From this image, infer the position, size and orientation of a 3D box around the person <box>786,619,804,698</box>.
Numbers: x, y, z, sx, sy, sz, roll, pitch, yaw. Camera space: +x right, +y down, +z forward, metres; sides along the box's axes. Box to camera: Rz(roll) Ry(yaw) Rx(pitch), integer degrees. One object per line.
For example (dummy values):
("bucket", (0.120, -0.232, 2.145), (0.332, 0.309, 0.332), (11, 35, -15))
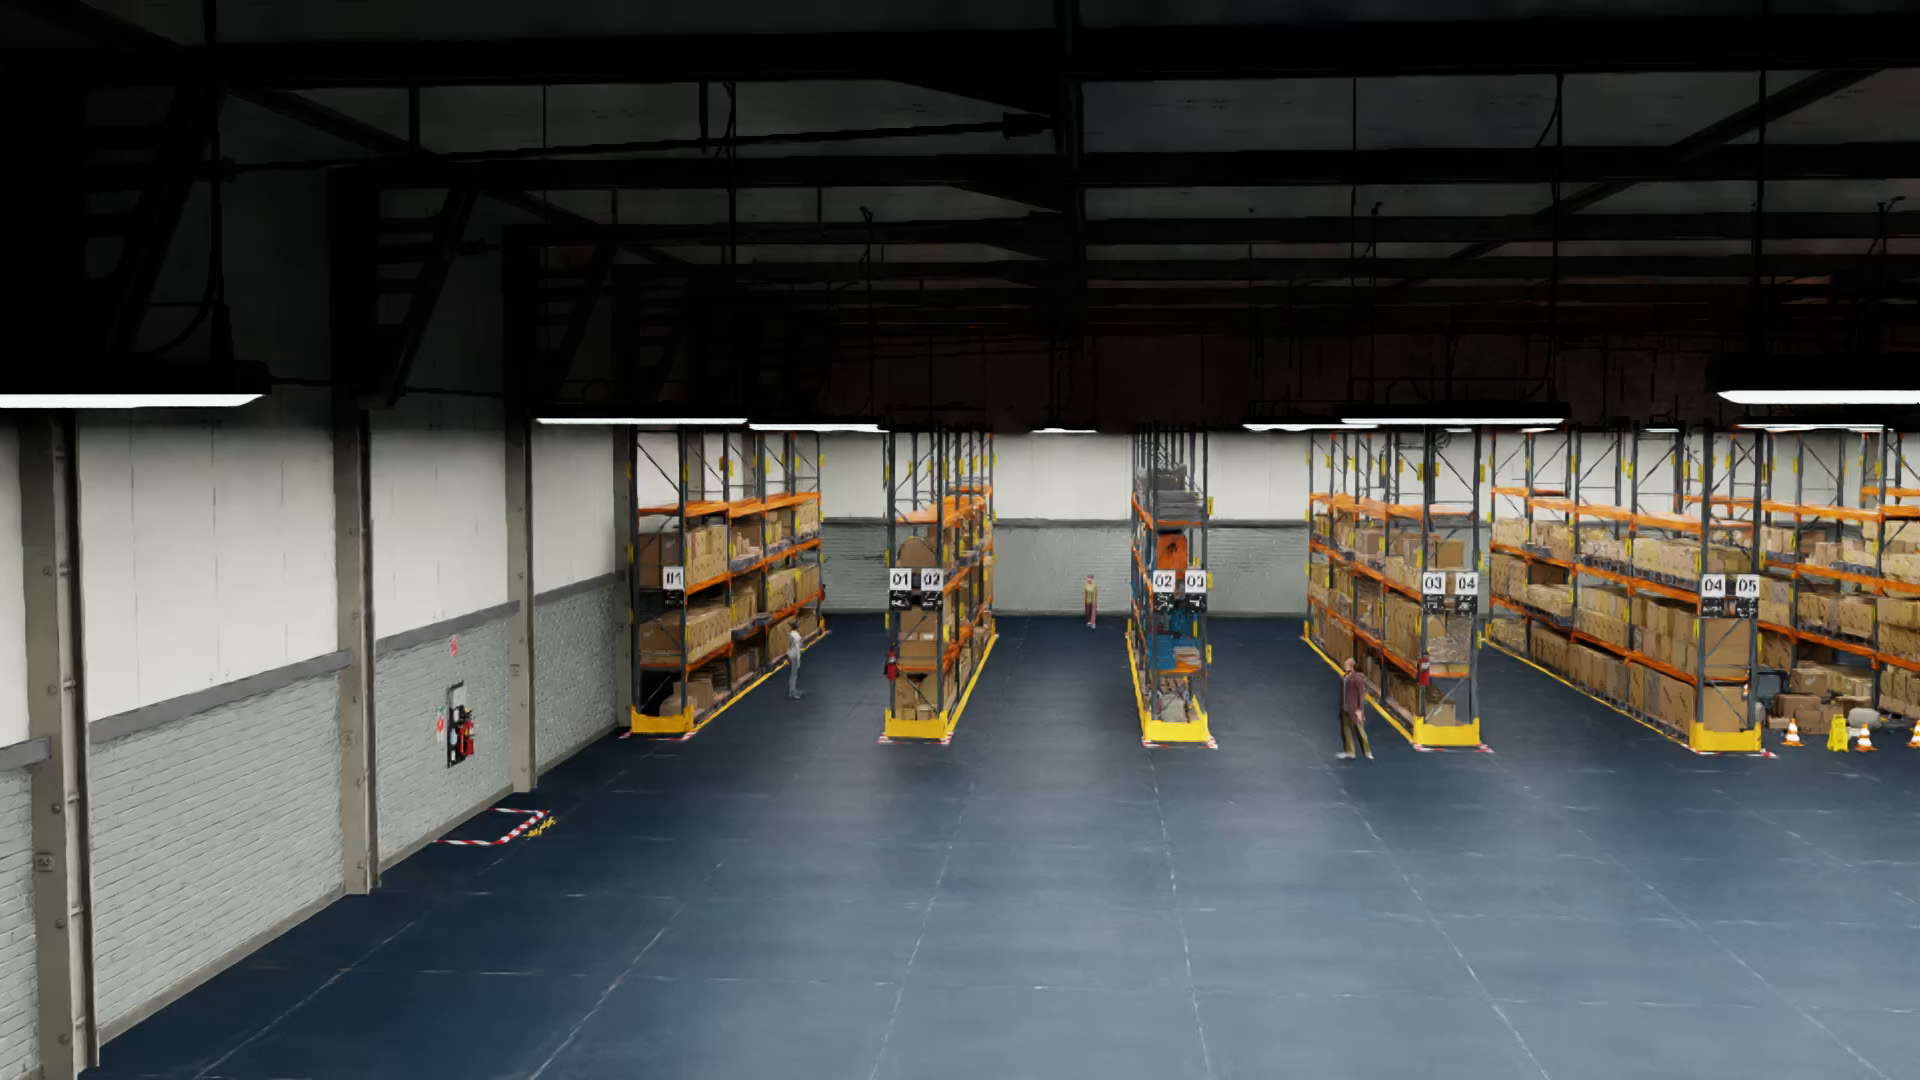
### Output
("person", (-3.572, 2.571, 36.329), (0.433, 1.684, 0.553), (-2, 4, -23))

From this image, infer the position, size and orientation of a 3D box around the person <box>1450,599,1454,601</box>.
("person", (13.370, 2.058, 45.865), (0.566, 1.541, 0.517), (0, 4, 2))

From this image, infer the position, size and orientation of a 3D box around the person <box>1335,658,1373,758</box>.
("person", (6.991, 2.980, 29.447), (0.580, 1.771, 0.688), (-1, 4, -21))

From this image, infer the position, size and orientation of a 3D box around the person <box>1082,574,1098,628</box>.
("person", (3.852, 1.793, 49.310), (0.448, 1.590, 1.109), (0, 4, 7))
